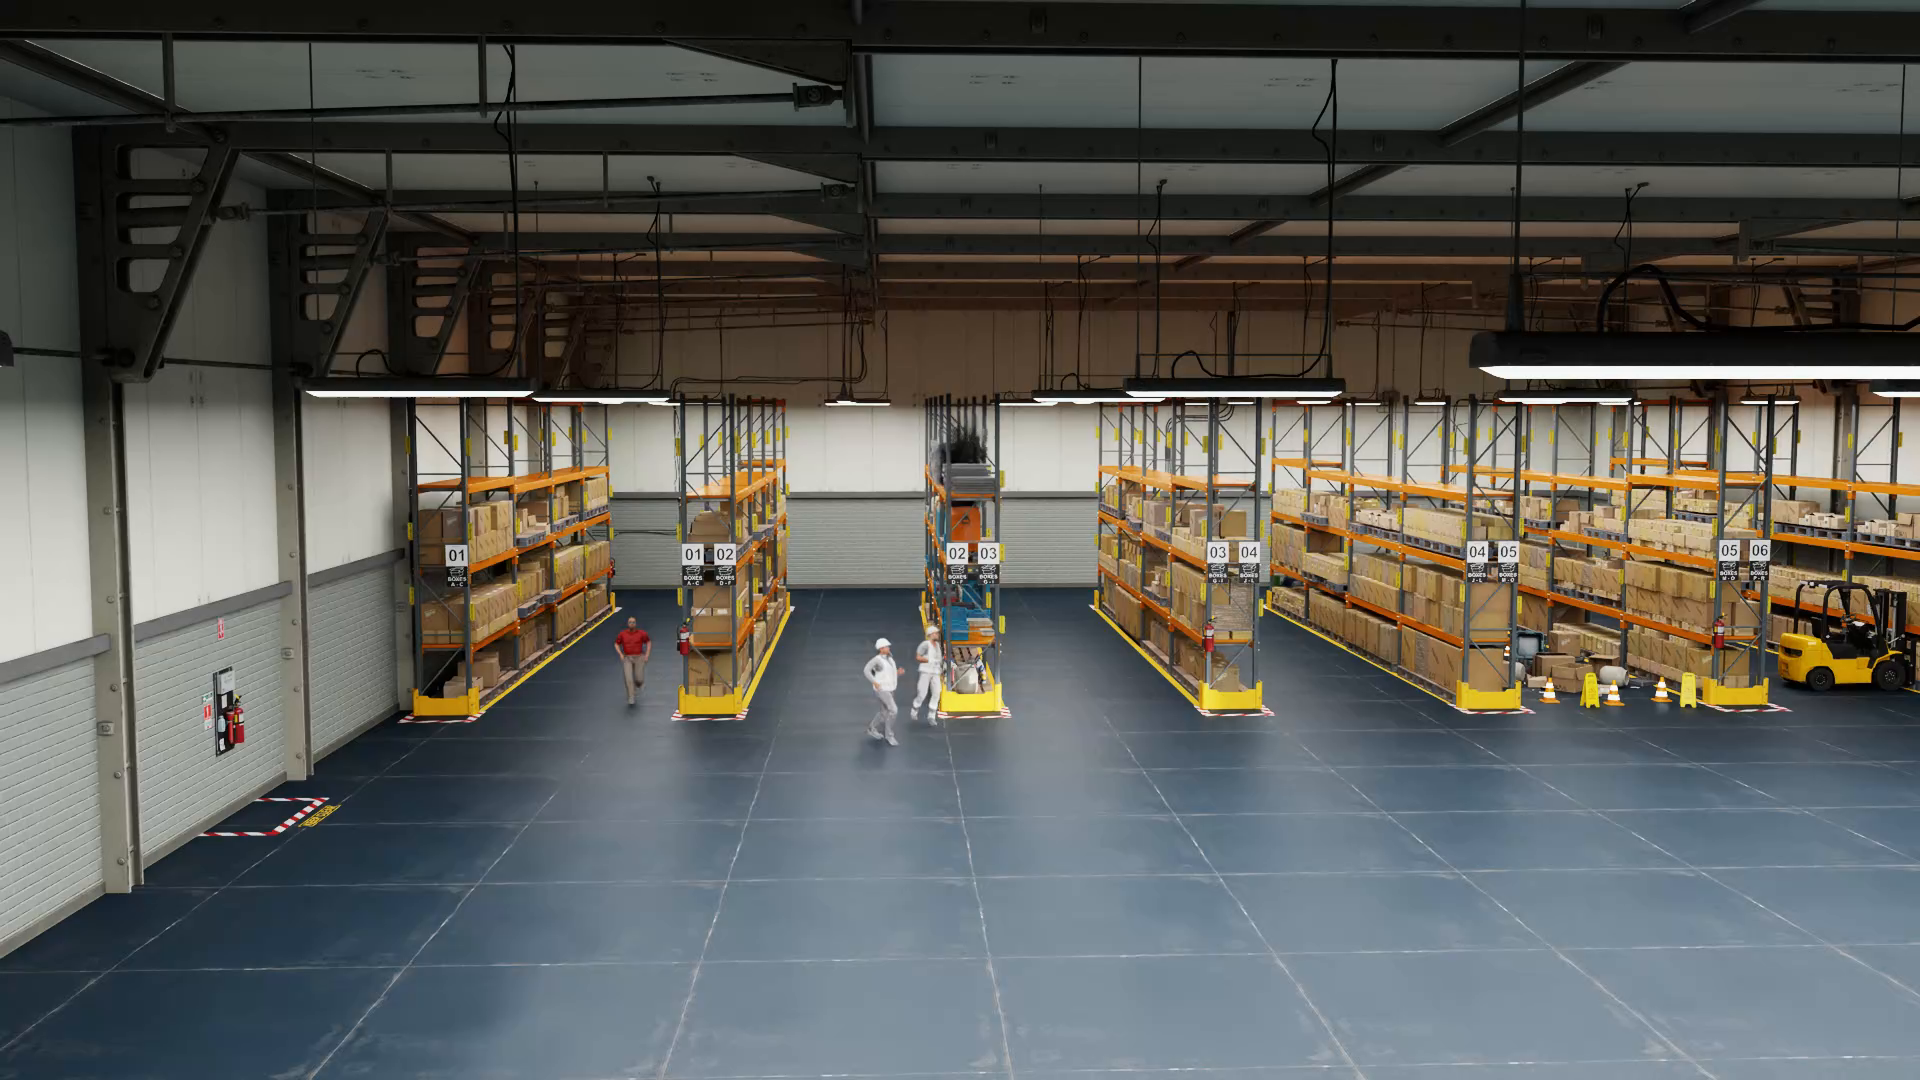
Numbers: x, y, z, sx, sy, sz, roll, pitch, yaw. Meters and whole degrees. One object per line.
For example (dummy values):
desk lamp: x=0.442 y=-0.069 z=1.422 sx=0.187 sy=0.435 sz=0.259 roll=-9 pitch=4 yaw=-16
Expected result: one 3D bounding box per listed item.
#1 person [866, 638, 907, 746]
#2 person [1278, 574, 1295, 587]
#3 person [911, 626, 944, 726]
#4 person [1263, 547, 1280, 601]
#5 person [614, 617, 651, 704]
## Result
person: x=-1.252 y=2.589 z=28.439 sx=0.736 sy=1.823 sz=0.643 roll=2 pitch=5 yaw=23
person: x=9.668 y=1.069 z=49.055 sx=0.498 sy=1.585 sz=0.604 roll=0 pitch=5 yaw=-1
person: x=-0.445 y=2.451 z=30.228 sx=0.666 sy=1.745 sz=0.842 roll=-3 pitch=6 yaw=-37
person: x=9.285 y=0.996 z=49.024 sx=0.861 sy=1.732 sz=0.716 roll=1 pitch=5 yaw=13
person: x=-6.337 y=2.331 z=32.246 sx=0.713 sy=1.672 sz=0.606 roll=-1 pitch=5 yaw=-12
